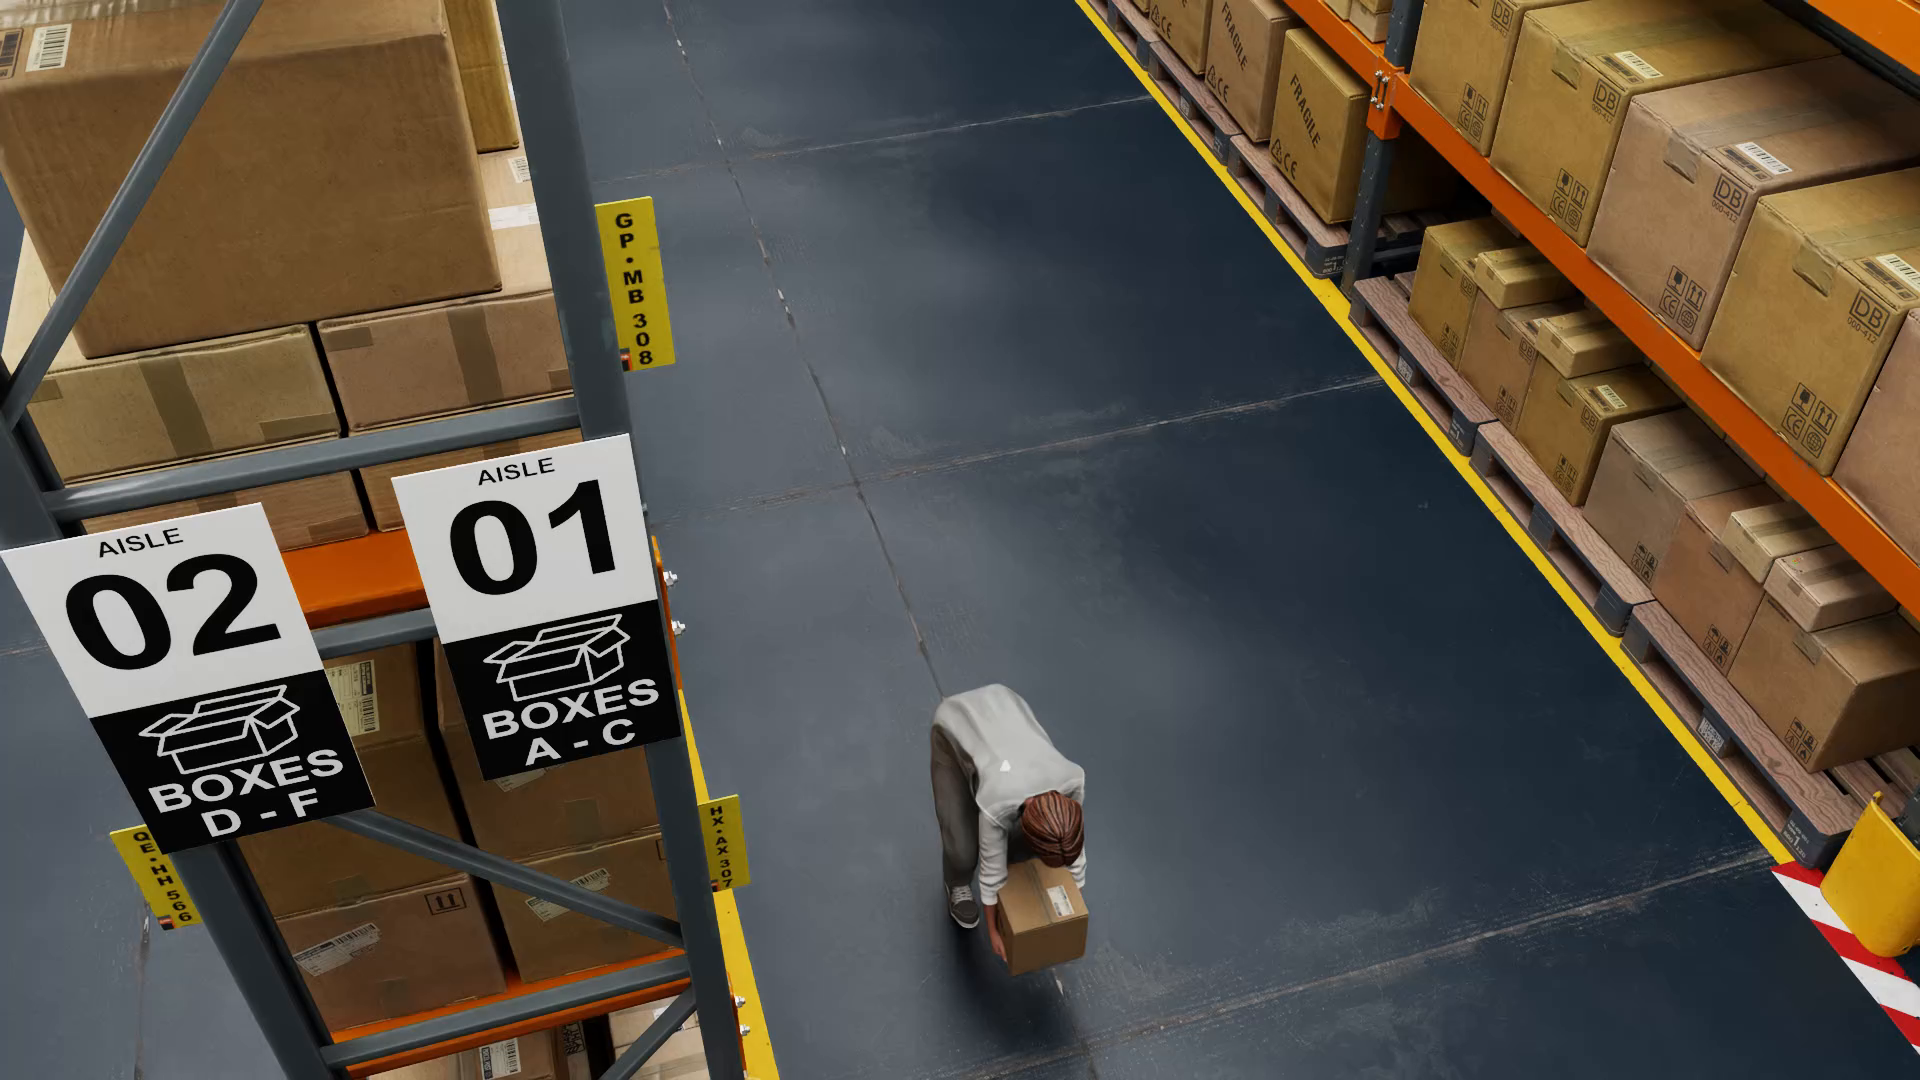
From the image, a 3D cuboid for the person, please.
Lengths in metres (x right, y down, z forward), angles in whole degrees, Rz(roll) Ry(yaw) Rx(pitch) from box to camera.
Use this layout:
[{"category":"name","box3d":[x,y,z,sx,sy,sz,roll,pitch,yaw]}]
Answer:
[{"category":"person","box3d":[0.163,0.988,5.503,0.405,1.056,0.852,-14,45,-15]}]
